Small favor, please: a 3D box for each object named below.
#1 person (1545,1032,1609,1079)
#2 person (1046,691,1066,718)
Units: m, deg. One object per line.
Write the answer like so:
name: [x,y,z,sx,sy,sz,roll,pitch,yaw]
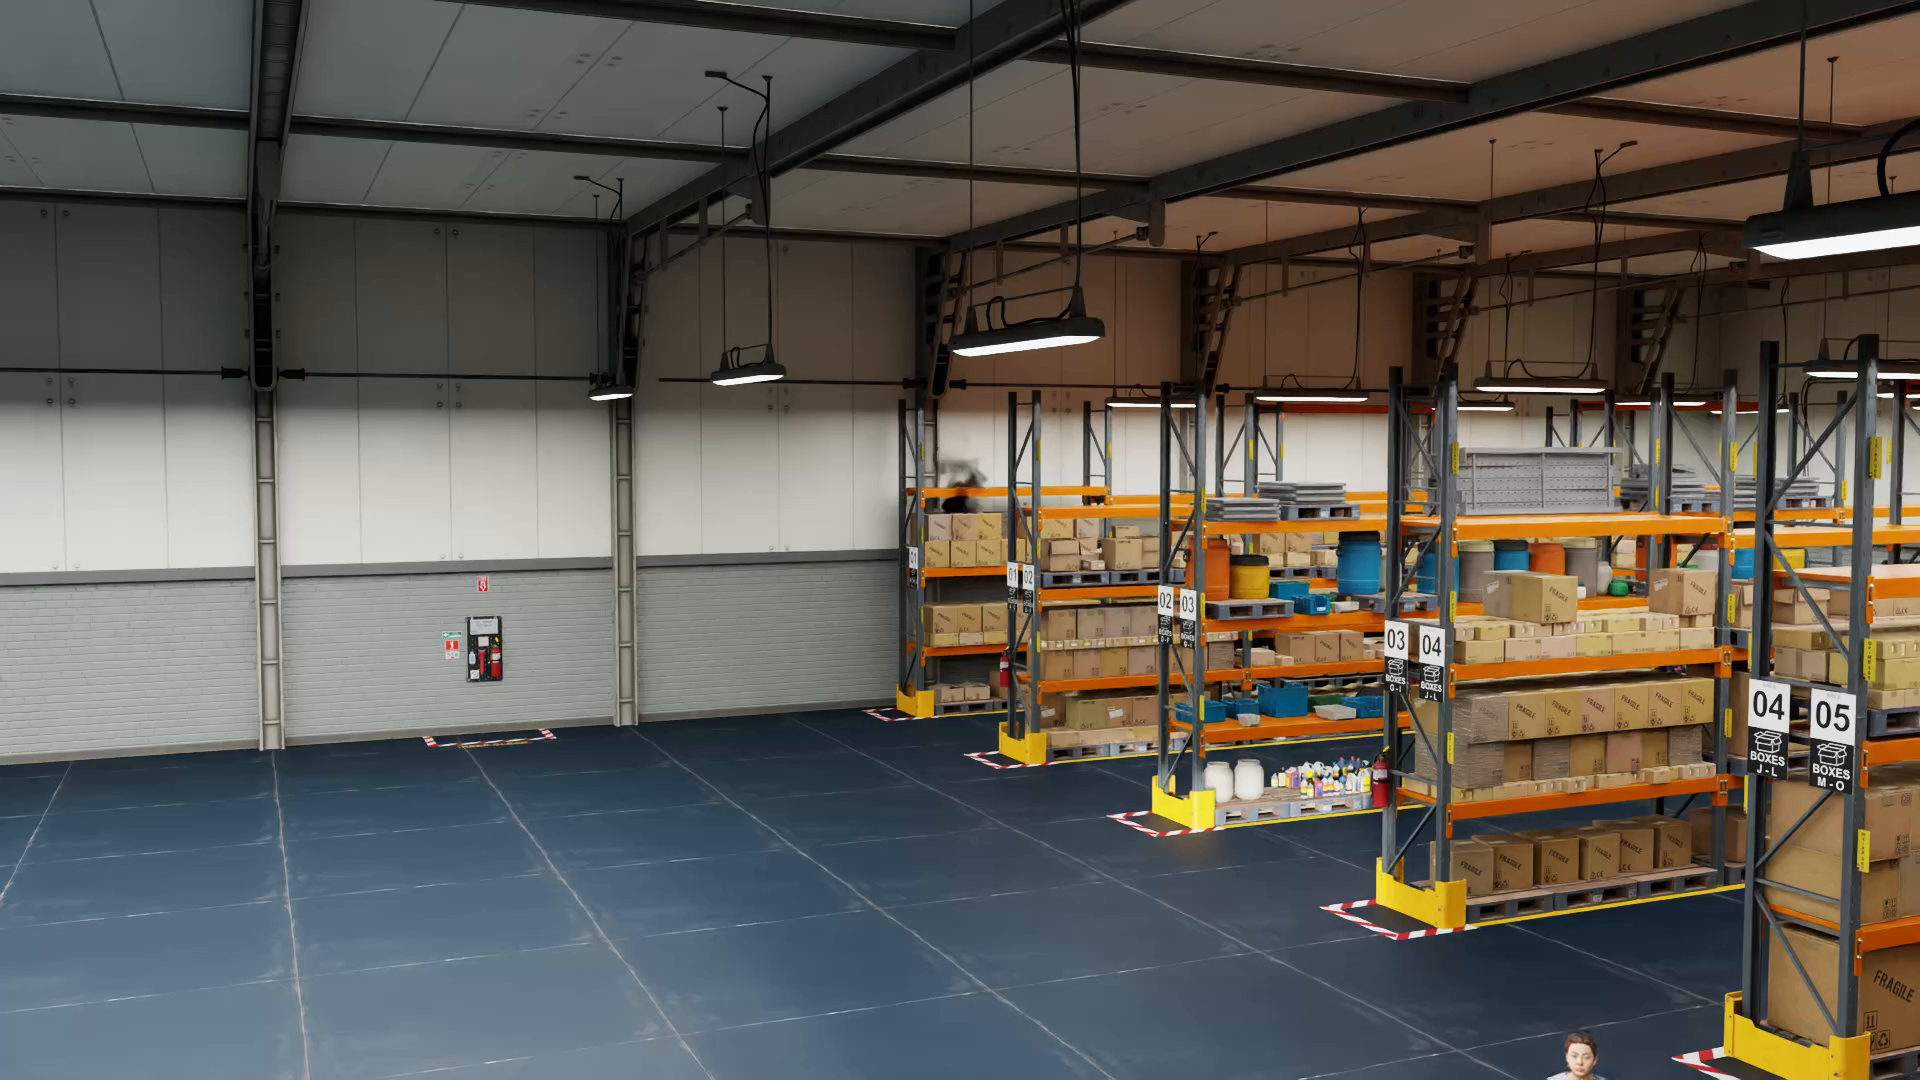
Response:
person: [3.657,3.727,9.815,0.564,1.653,0.970,2,4,25]
person: [1.655,2.543,29.106,0.987,1.786,0.656,-2,4,-29]
